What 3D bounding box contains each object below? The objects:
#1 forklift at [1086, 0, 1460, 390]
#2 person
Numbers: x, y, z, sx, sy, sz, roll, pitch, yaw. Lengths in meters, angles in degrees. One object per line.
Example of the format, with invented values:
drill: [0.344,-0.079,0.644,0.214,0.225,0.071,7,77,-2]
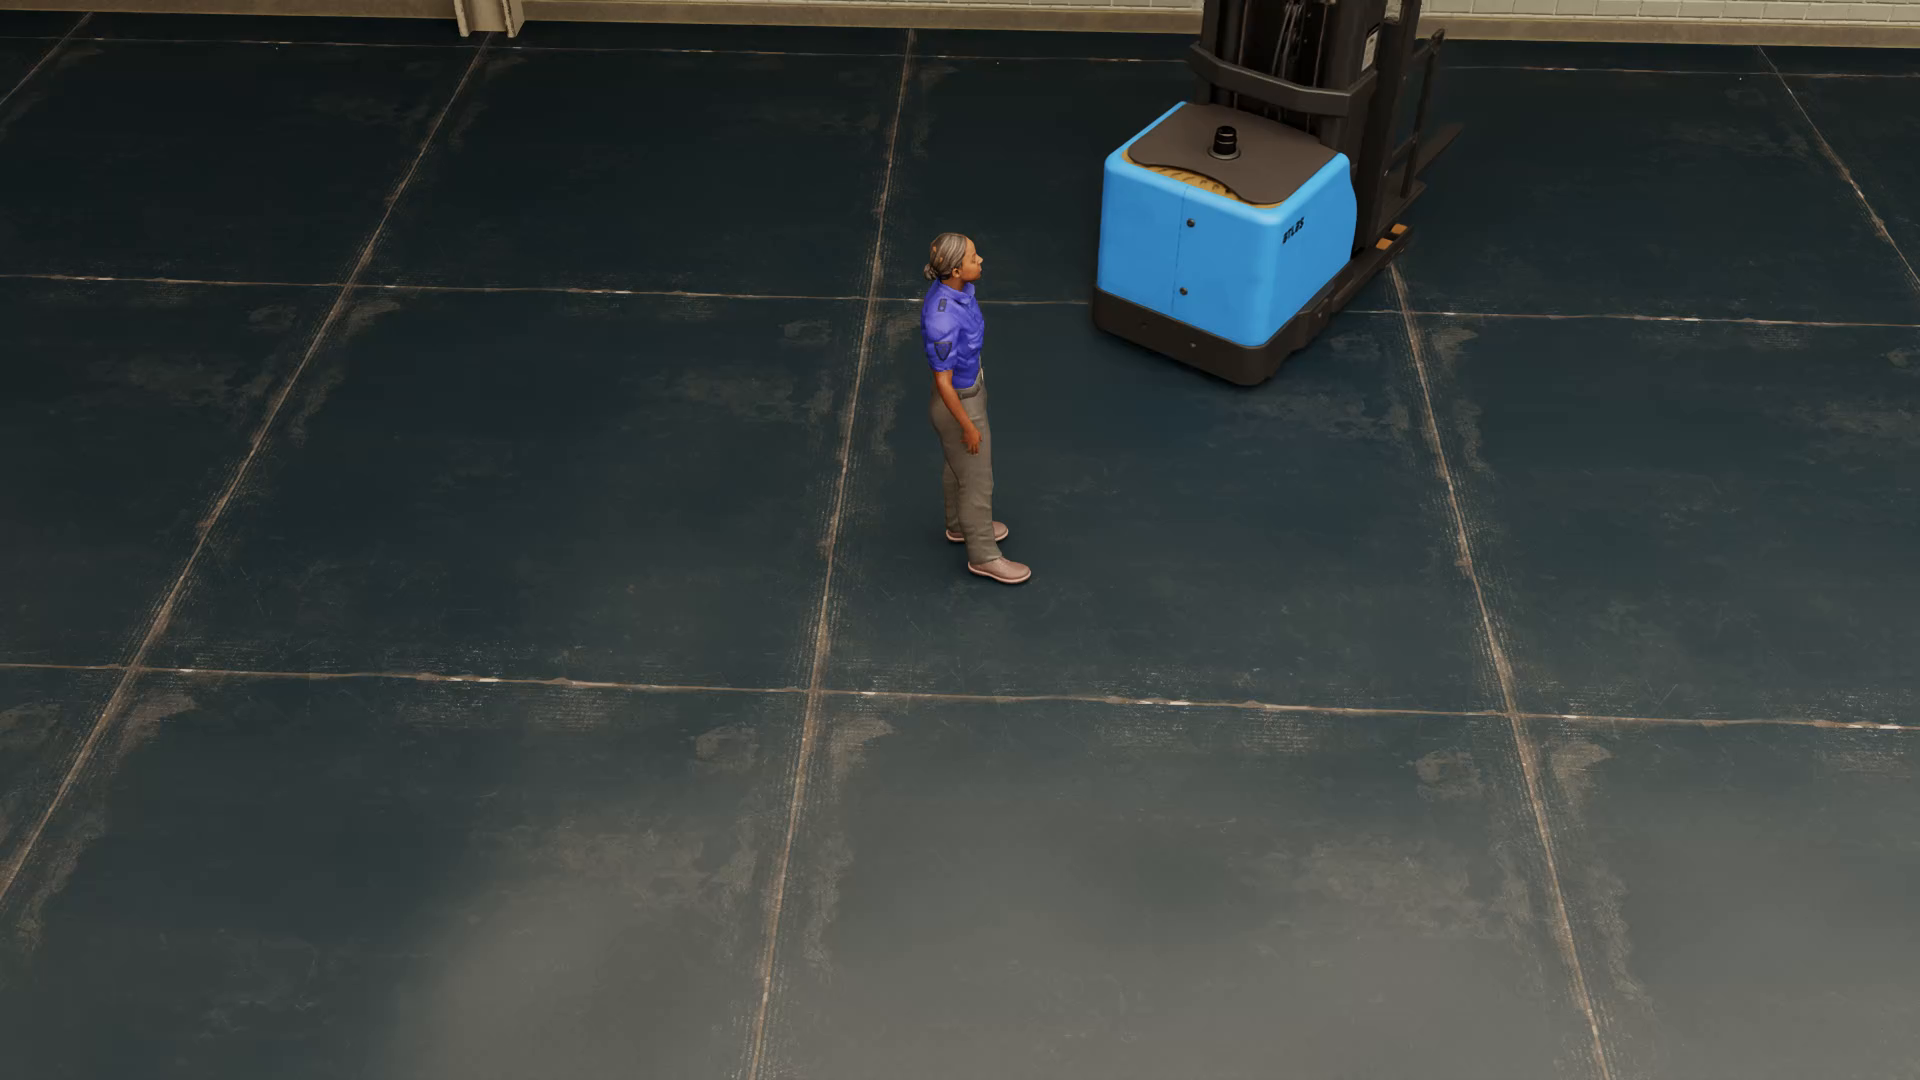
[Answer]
forklift: [1.968,-2.812,8.823,1.130,2.935,3.031,26,49,26]
person: [0.087,-0.600,7.335,0.504,1.655,0.569,2,42,2]
